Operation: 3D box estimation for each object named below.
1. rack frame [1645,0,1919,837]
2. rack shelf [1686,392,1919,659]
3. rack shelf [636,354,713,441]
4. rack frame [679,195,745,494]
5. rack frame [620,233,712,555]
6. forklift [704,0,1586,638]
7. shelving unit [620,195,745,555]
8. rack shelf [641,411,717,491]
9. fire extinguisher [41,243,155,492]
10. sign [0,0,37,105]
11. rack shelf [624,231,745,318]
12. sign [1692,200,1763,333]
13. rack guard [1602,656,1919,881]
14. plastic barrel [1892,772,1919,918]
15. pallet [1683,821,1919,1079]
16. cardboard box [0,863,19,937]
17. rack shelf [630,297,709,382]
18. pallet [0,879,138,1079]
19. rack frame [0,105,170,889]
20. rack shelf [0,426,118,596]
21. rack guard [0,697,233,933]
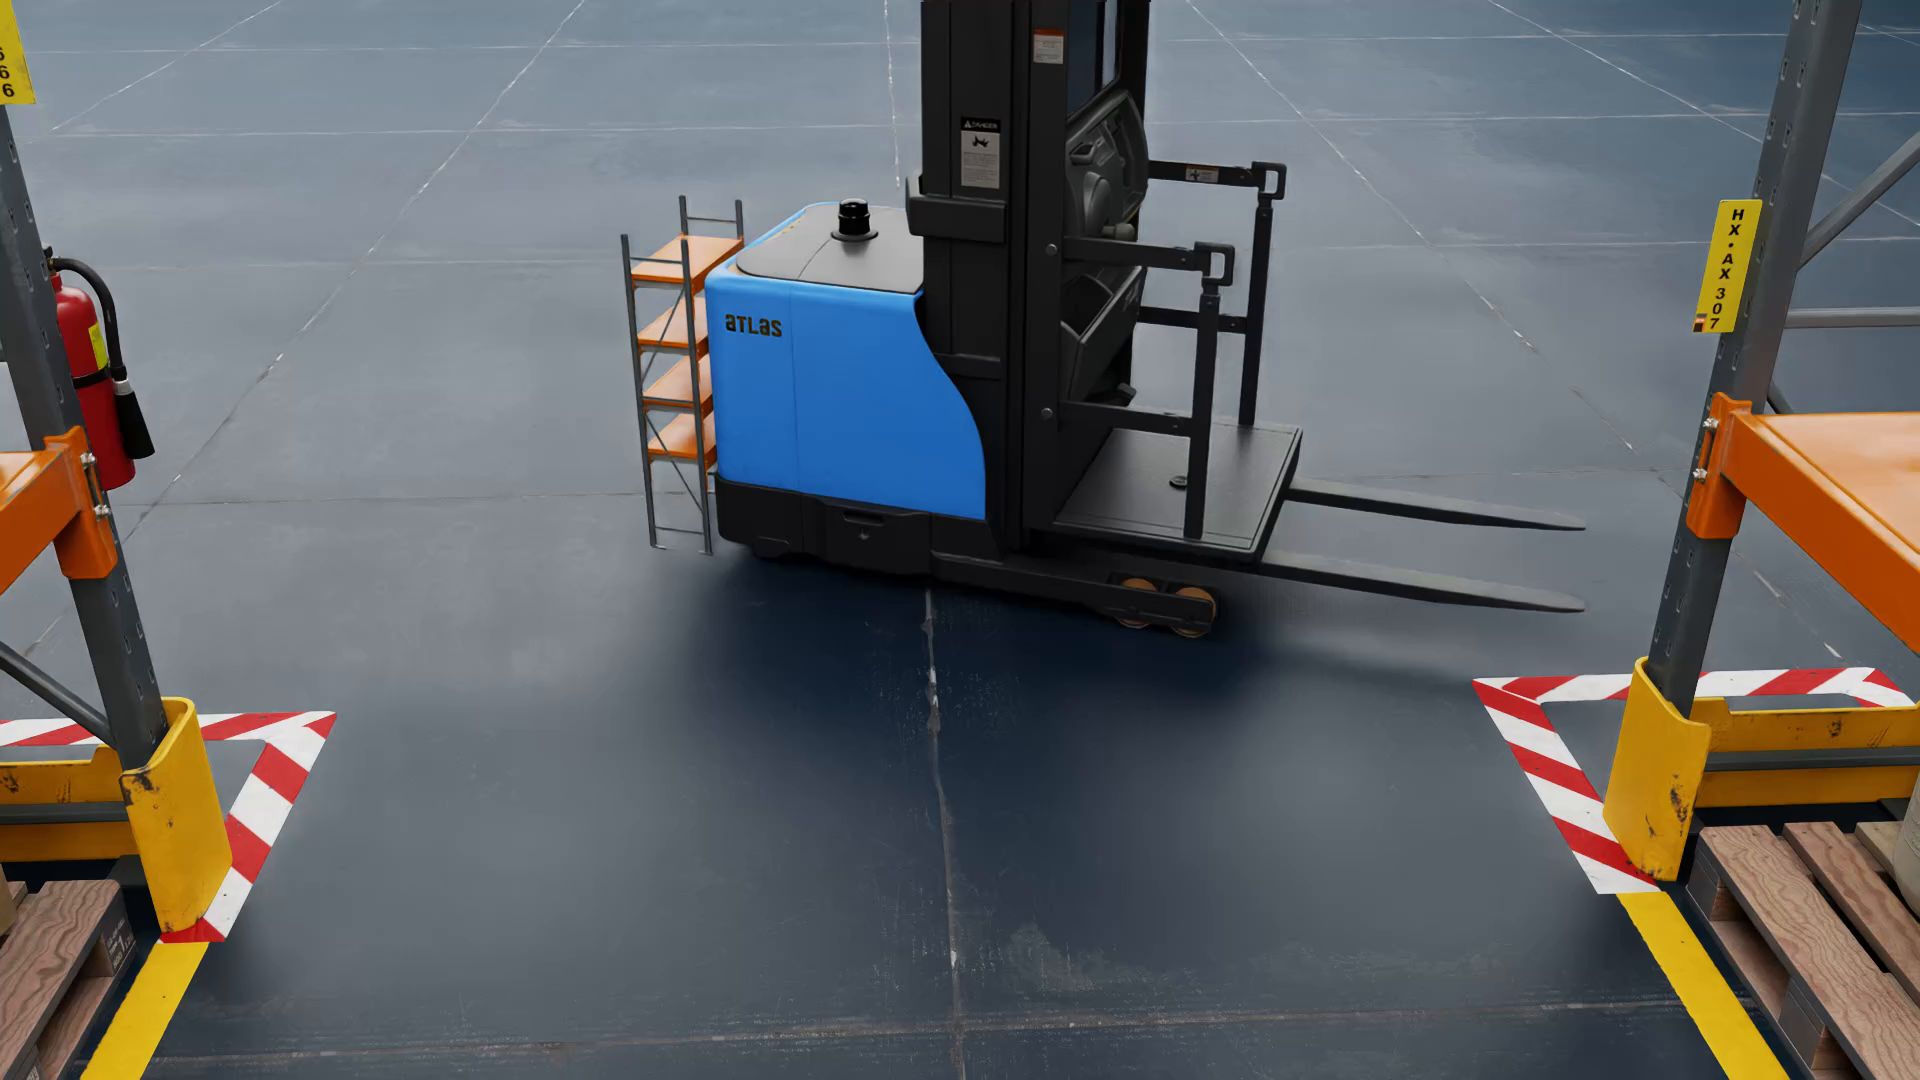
[{"bbox_3d":[2.370,-0.536,4.034,1.000,3.000,0.127,-1,28,-3],"label":"rack frame"},{"bbox_3d":[2.475,0.707,2.429,1.077,0.370,4.000,-1,28,-3],"label":"rack shelf"},{"bbox_3d":[-0.971,-0.542,6.137,0.258,0.148,0.480,7,28,13],"label":"rack shelf"},{"bbox_3d":[-0.908,-0.711,6.315,0.240,1.200,0.015,7,28,13],"label":"rack frame"},{"bbox_3d":[-1.035,-0.493,5.897,0.240,1.200,0.015,7,28,13],"label":"rack frame"},{"bbox_3d":[0.678,-1.247,5.471,3.031,2.935,1.130,9,29,17],"label":"forklift"},{"bbox_3d":[-0.971,-0.602,6.106,0.258,1.200,0.503,7,28,13],"label":"shelving unit"},{"bbox_3d":[-0.971,-0.366,6.229,0.258,0.148,0.480,7,28,13],"label":"rack shelf"},{"bbox_3d":[-2.122,-0.446,3.945,0.296,0.674,0.183,-1,28,-3],"label":"fire extinguisher"},{"bbox_3d":[-2.021,-1.074,3.471,0.100,0.325,0.005,-1,28,-3],"label":"sign"},{"bbox_3d":[-0.971,-0.950,5.925,0.258,0.148,0.480,7,28,13],"label":"rack shelf"},{"bbox_3d":[1.821,-0.647,3.948,0.100,0.325,0.005,-1,28,-3],"label":"sign"},{"bbox_3d":[2.421,0.607,4.547,1.175,0.500,0.348,-1,28,-3],"label":"rack guard"},{"bbox_3d":[2.481,0.683,3.933,0.421,0.512,0.421,0,28,0],"label":"plastic barrel"},{"bbox_3d":[2.458,1.110,3.894,1.003,0.211,1.213,-1,28,-3],"label":"pallet"},{"bbox_3d":[-2.560,0.795,3.732,0.500,0.500,0.500,4,28,7],"label":"cardboard box"},{"bbox_3d":[-0.971,-0.740,6.034,0.258,0.148,0.480,7,28,13],"label":"rack shelf"},{"bbox_3d":[-2.565,1.231,3.661,1.003,0.211,1.213,-1,28,-3],"label":"pallet"},{"bbox_3d":[-2.576,-0.416,3.804,1.000,3.000,0.127,-1,28,-3],"label":"rack frame"},{"bbox_3d":[-2.472,0.826,2.200,1.077,0.370,4.000,-1,28,-3],"label":"rack shelf"},{"bbox_3d":[-2.572,0.727,4.315,1.175,0.500,0.348,-1,28,-3],"label":"rack guard"}]
